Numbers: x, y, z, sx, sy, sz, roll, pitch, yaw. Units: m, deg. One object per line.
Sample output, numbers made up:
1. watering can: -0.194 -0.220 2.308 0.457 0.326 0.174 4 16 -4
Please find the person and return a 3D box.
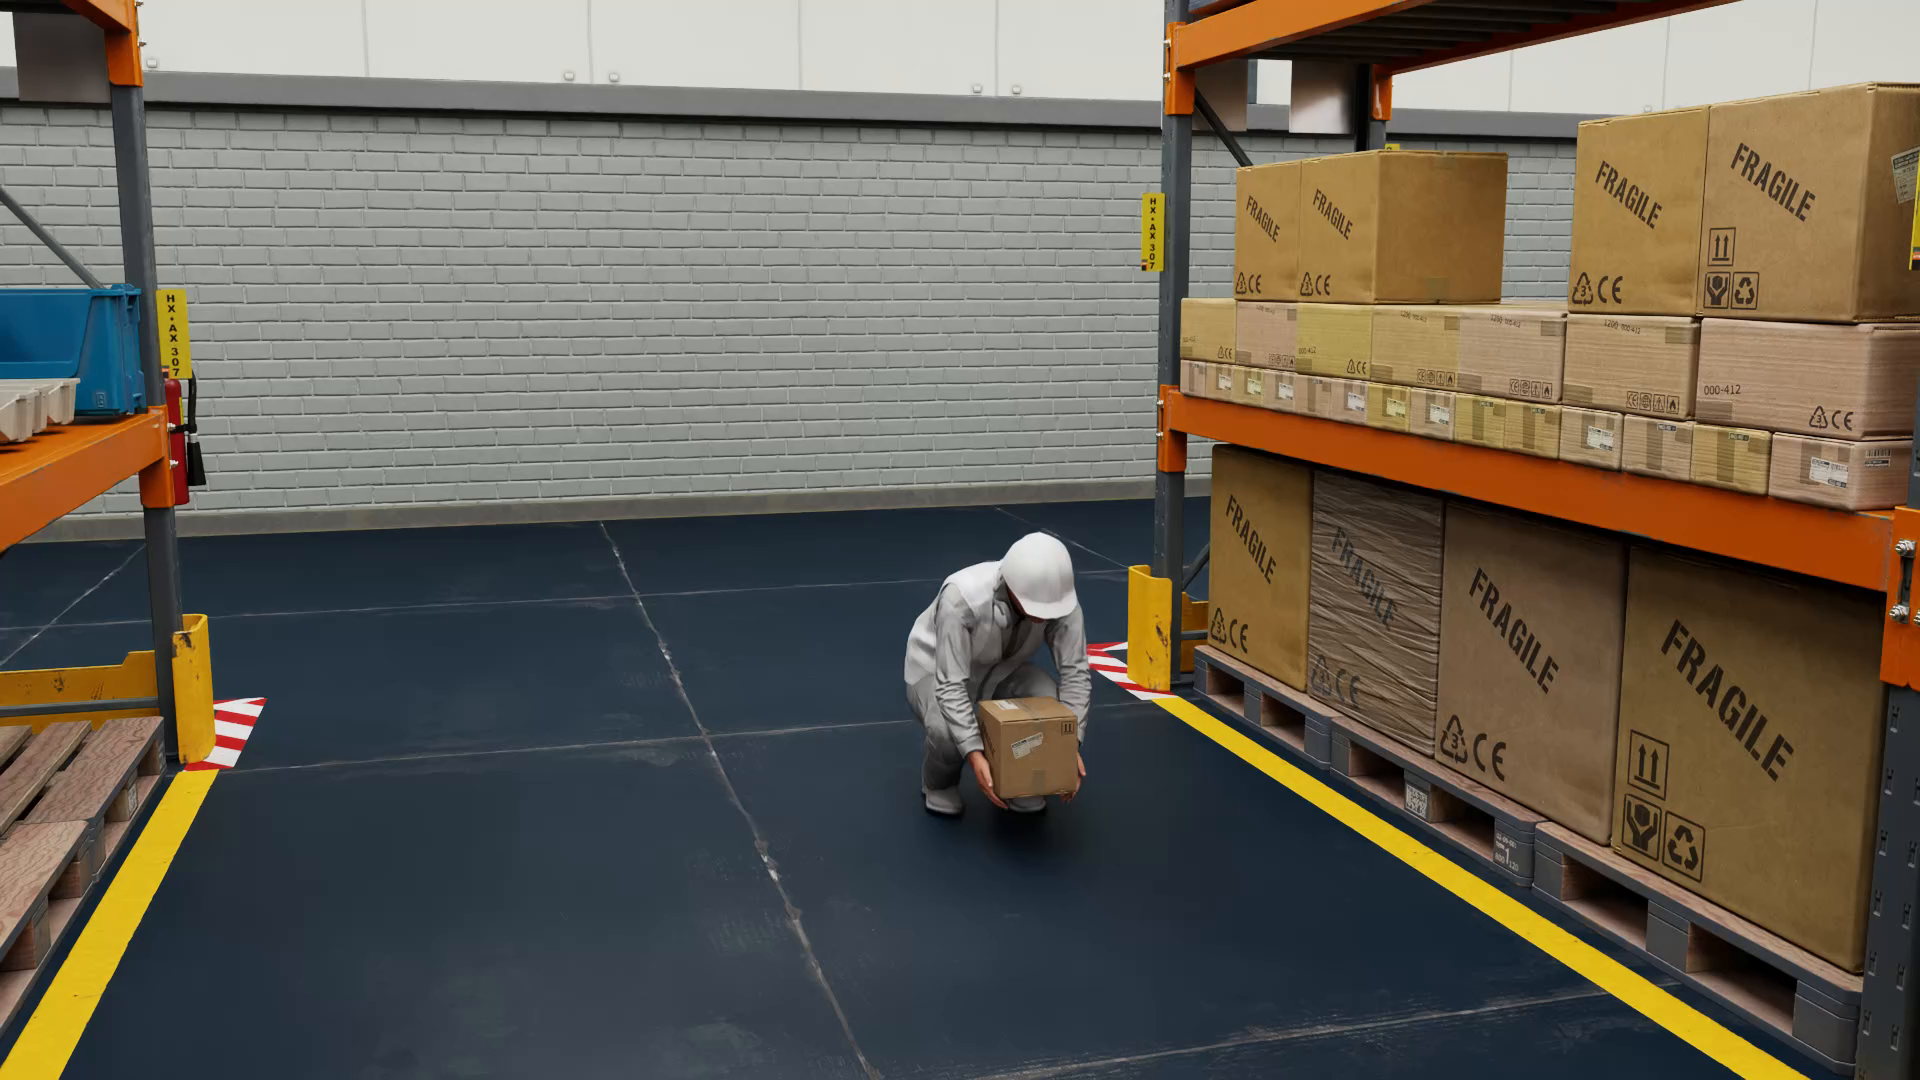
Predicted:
1. person: 0.121 0.433 5.553 0.541 1.003 0.858 -3 10 -16
